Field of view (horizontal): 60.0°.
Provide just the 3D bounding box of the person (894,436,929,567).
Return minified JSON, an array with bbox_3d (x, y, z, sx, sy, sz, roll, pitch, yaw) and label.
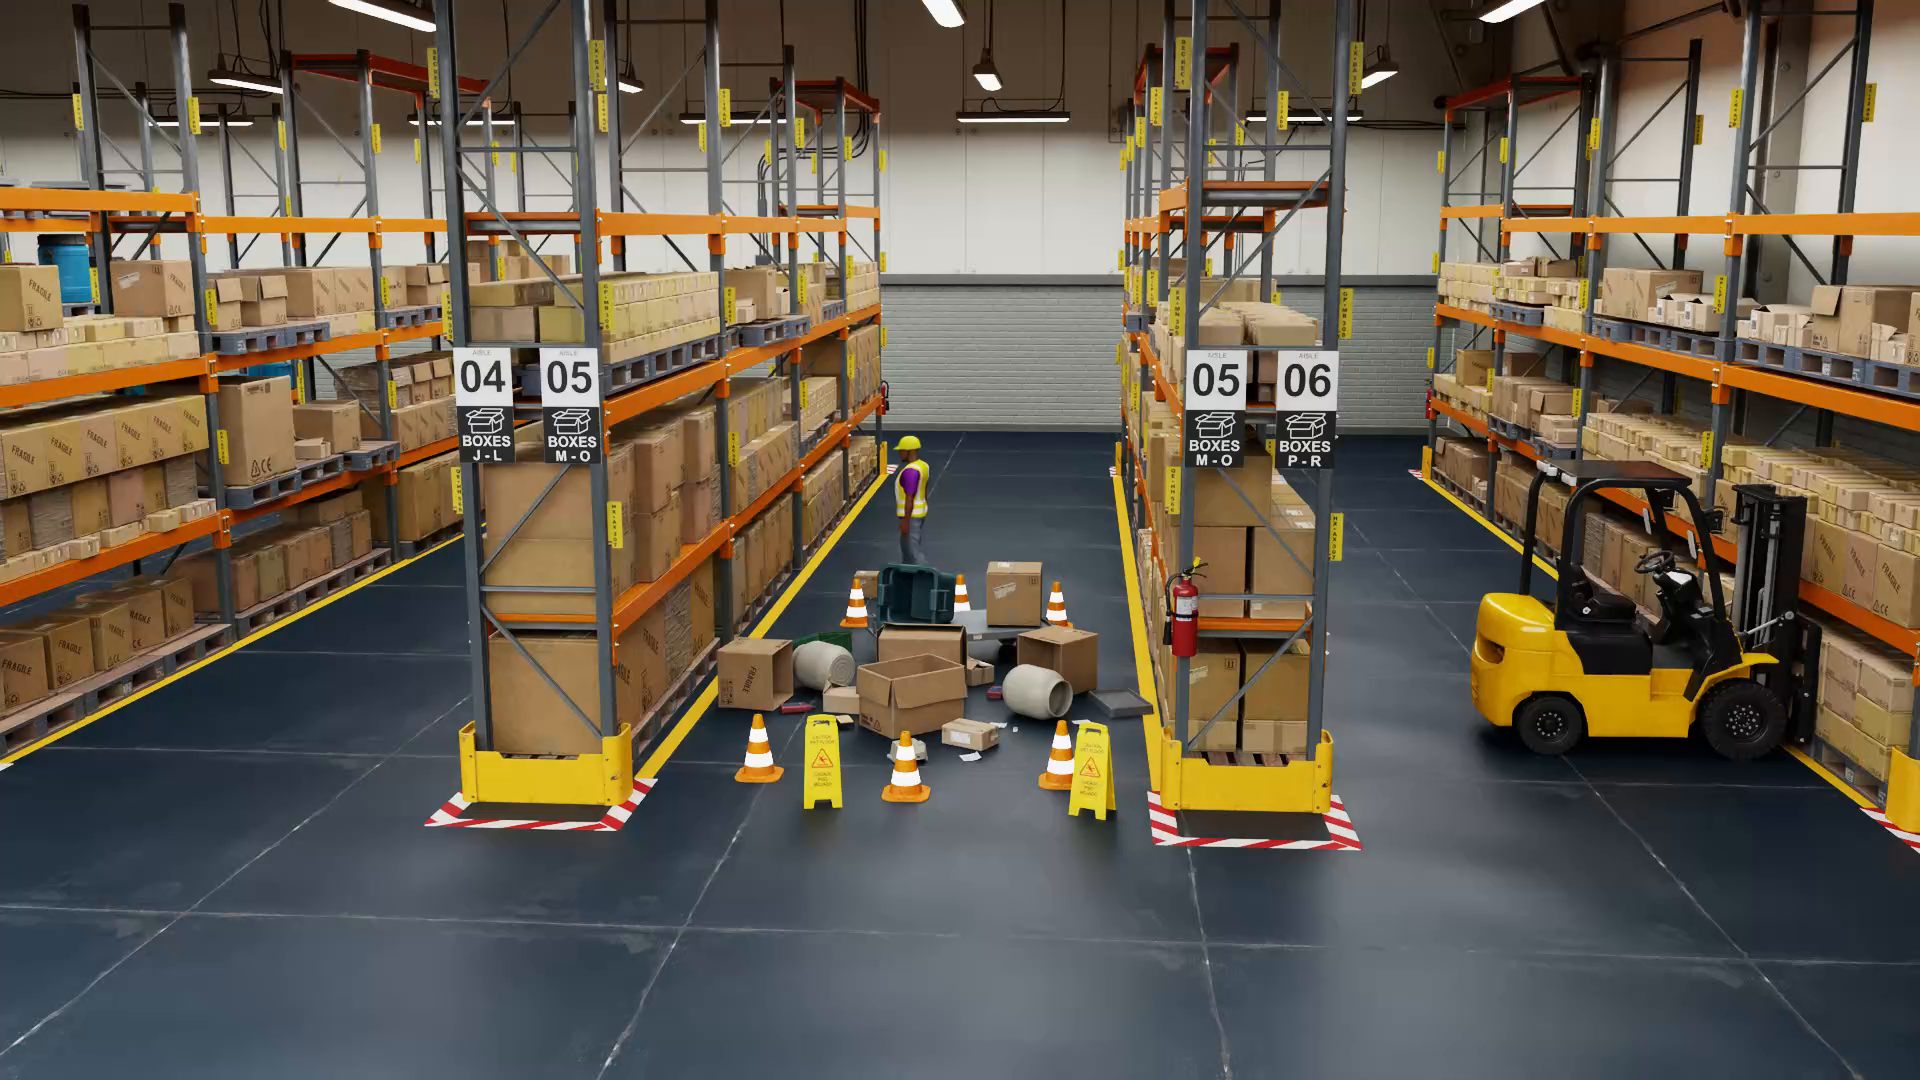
[{"bbox_3d":[-0.589,-0.260,18.197,0.570,1.774,0.600,2,11,9],"label":"person"}]
